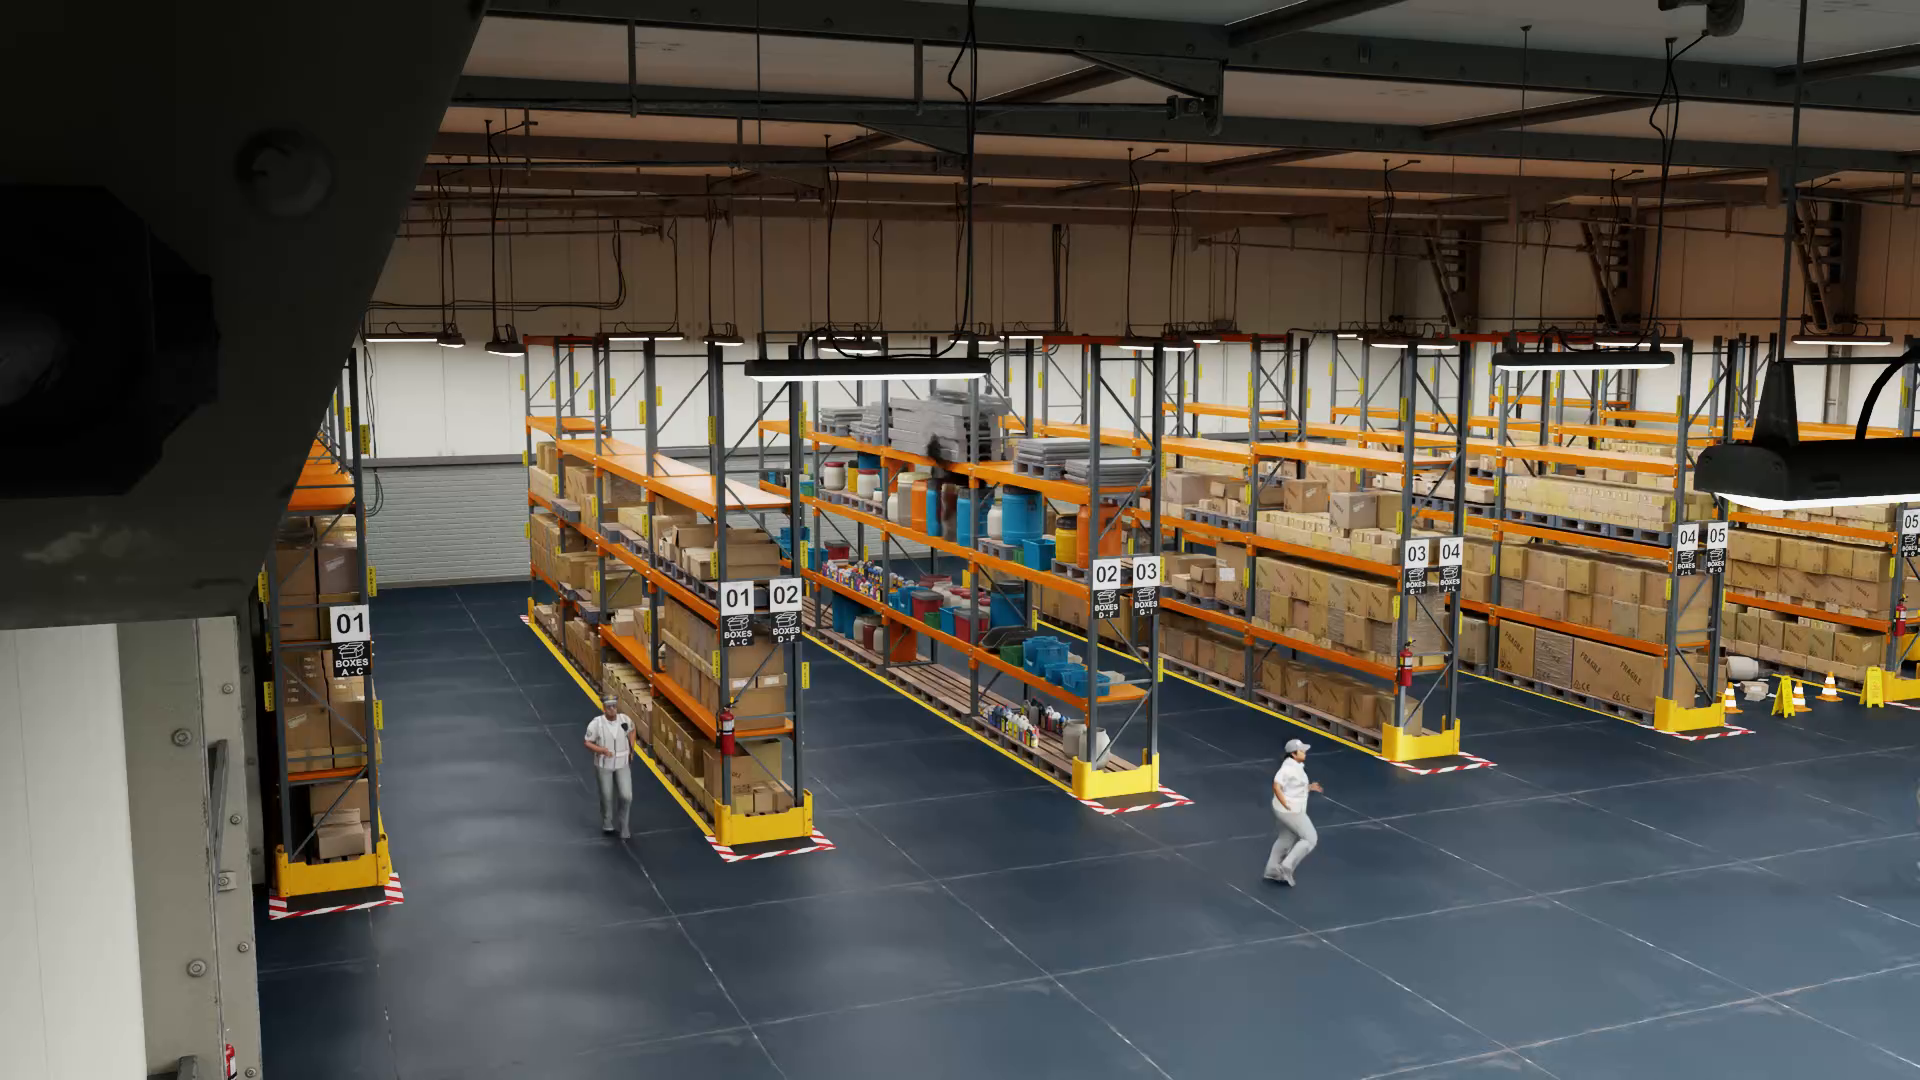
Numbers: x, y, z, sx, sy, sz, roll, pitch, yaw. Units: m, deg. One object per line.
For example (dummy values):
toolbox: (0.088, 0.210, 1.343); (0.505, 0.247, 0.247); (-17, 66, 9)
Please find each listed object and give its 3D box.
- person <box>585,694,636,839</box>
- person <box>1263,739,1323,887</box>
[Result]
person: (-4.248, 2.781, 20.354); (0.657, 1.845, 0.674); (-3, 8, -20)
person: (3.756, 3.049, 18.688); (0.636, 1.664, 0.580); (1, 8, 4)
